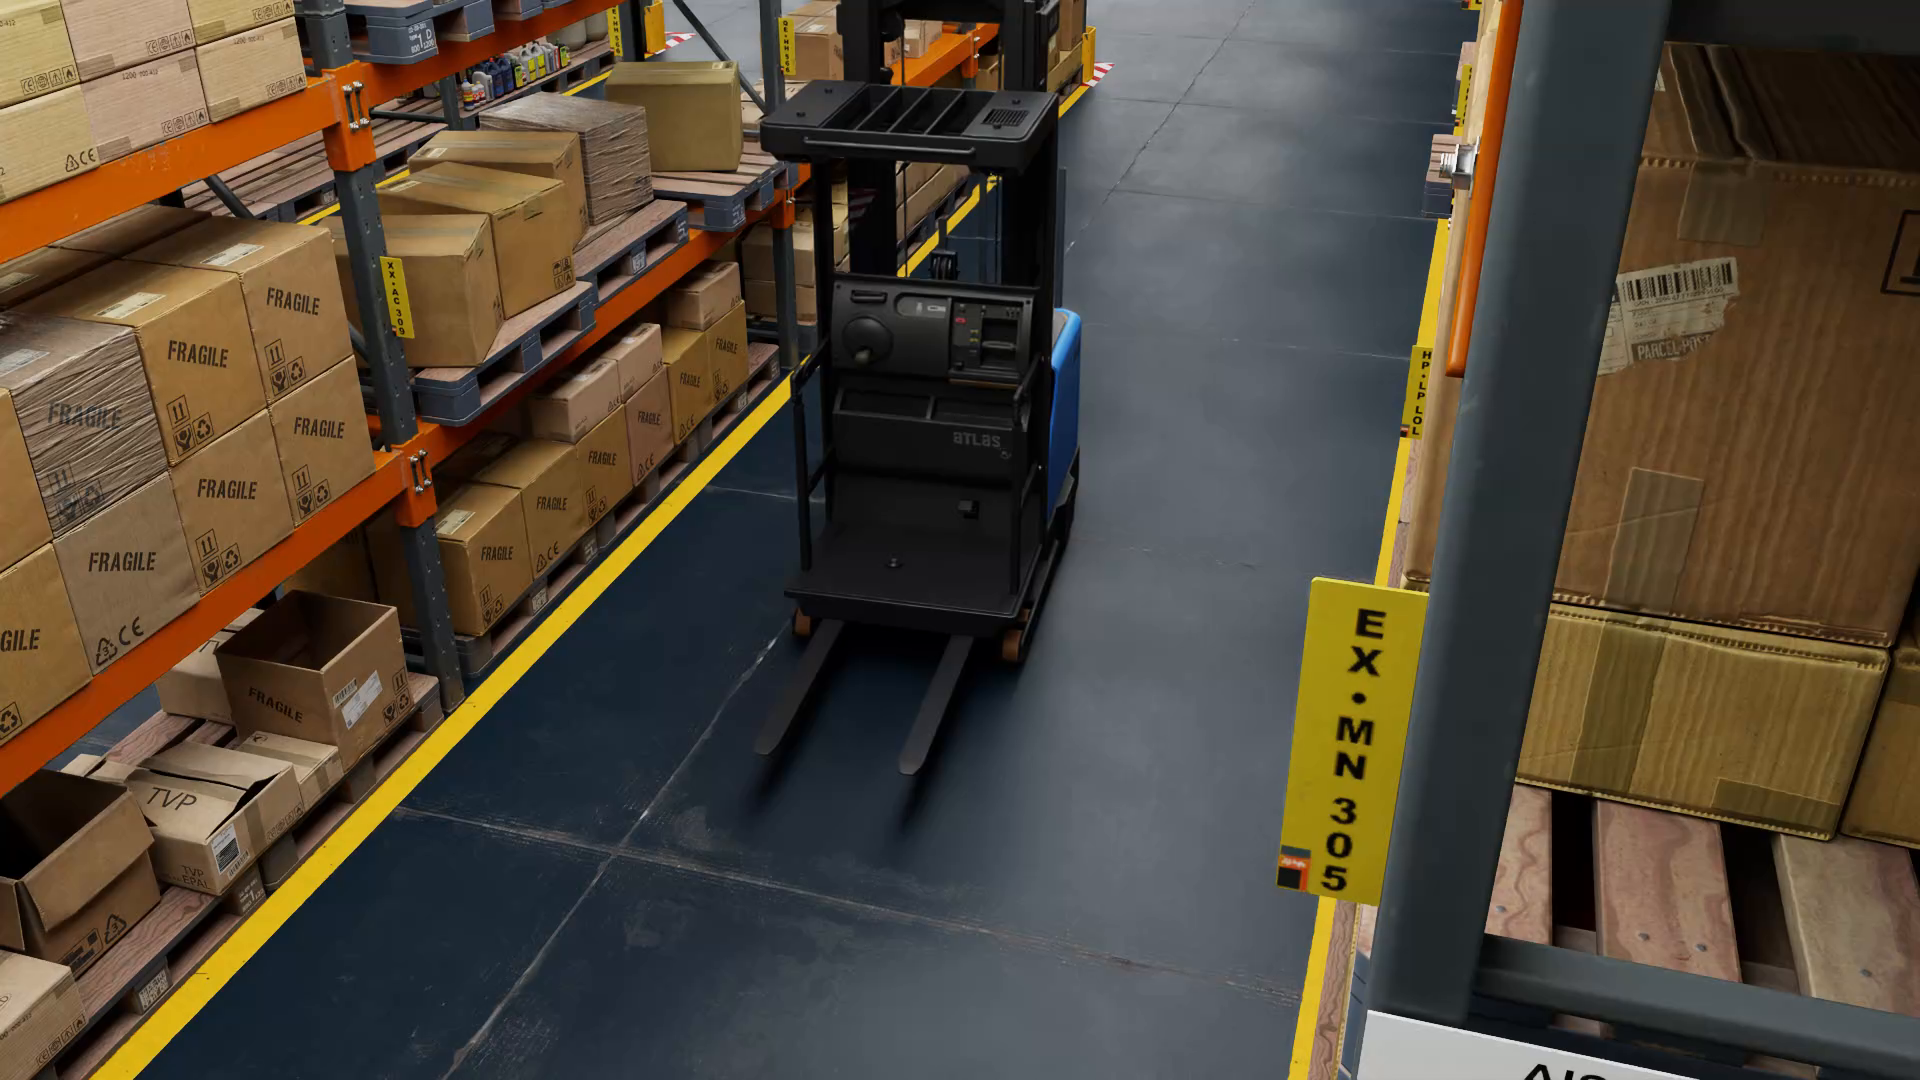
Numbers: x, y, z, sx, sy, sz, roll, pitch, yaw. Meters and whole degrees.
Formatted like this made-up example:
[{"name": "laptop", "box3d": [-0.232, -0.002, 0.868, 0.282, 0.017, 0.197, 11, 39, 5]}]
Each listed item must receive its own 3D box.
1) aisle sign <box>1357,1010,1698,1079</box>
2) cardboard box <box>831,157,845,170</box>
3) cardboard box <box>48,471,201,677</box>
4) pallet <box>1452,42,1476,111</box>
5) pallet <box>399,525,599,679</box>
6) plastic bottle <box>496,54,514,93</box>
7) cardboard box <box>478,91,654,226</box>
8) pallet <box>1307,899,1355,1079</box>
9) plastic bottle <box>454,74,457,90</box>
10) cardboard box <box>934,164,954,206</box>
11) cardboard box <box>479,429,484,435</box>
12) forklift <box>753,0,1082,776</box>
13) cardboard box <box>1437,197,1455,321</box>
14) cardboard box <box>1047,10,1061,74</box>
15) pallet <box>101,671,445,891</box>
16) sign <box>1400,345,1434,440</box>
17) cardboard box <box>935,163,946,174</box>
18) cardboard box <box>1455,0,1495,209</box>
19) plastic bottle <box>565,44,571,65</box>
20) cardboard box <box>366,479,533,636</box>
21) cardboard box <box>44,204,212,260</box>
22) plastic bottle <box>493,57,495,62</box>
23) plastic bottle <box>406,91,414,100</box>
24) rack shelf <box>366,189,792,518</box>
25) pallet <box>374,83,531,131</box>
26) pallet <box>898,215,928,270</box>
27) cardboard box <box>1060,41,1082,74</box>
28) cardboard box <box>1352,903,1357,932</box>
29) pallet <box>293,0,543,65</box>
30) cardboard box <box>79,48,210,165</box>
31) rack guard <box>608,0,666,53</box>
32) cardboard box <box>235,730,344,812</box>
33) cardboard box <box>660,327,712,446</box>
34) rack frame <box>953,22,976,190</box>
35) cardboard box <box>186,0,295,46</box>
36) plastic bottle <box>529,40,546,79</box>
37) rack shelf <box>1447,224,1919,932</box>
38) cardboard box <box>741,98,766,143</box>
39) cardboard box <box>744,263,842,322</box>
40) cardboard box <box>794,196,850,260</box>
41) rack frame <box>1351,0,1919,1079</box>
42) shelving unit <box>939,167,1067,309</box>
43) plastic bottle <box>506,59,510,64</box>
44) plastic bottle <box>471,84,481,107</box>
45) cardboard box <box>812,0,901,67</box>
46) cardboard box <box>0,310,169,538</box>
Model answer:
[{"name": "aisle sign", "box3d": [0.543, 0.782, 1.585, 0.394, 0.787, 0.004, 8, 30, 15]}, {"name": "cardboard box", "box3d": [-1.173, -2.711, 12.357, 0.500, 0.311, 0.500, 9, 30, 16]}, {"name": "cardboard box", "box3d": [-2.912, 0.067, 5.441, 0.500, 0.500, 0.500, 9, 30, 16]}, {"name": "pallet", "box3d": [4.009, -3.231, 11.670, 1.003, 0.211, 1.213, 8, 30, 15]}, {"name": "pallet", "box3d": [-2.509, 0.198, 8.177, 1.003, 0.211, 1.213, 8, 30, 15]}, {"name": "plastic bottle", "box3d": [-4.409, -4.502, 16.029, 0.144, 0.351, 0.185, 7, 30, 13]}, {"name": "cardboard box", "box3d": [-2.066, -2.017, 8.755, 0.700, 0.500, 0.500, 14, 32, 24]}, {"name": "pallet", "box3d": [1.727, 1.629, 5.605, 1.003, 0.211, 1.213, 8, 30, 15]}, {"name": "plastic bottle", "box3d": [-4.979, -4.485, 16.077, 0.152, 0.276, 0.135, 8, 30, 15]}, {"name": "cardboard box", "box3d": [-0.359, -2.868, 13.216, 0.500, 0.250, 0.500, 8, 30, 14]}, {"name": "cardboard box", "box3d": [-2.540, -0.469, 8.625, 0.500, 0.500, 0.500, 9, 30, 15]}, {"name": "forklift", "box3d": [-0.175, -0.905, 7.363, 1.130, 2.935, 3.031, 6, 30, 11]}, {"name": "cardboard box", "box3d": [1.111, -0.408, 2.932, 0.500, 0.250, 0.500, 8, 30, 13]}, {"name": "cardboard box", "box3d": [0.658, -4.765, 15.855, 0.500, 0.500, 0.500, 8, 30, 15]}, {"name": "pallet", "box3d": [-2.915, 0.901, 6.914, 1.003, 0.211, 1.213, 8, 30, 15]}, {"name": "sign", "box3d": [1.503, -0.476, 5.411, 0.100, 0.325, 0.005, 8, 30, 15]}, {"name": "cardboard box", "box3d": [-0.355, -3.110, 13.074, 0.500, 0.311, 0.500, 9, 30, 16]}, {"name": "cardboard box", "box3d": [1.107, -0.727, 2.734, 0.500, 0.500, 0.500, 7, 30, 13]}, {"name": "plastic bottle", "box3d": [-4.044, -4.976, 17.034, 0.097, 0.201, 0.097, 0, 29, 0]}, {"name": "cardboard box", "box3d": [-2.337, 0.073, 7.652, 0.500, 0.500, 0.500, 7, 30, 13]}, {"name": "cardboard box", "box3d": [-3.119, -0.939, 6.221, 0.500, 0.500, 0.500, 9, 30, 16]}, {"name": "plastic bottle", "box3d": [-4.838, -5.027, 17.042, 0.061, 0.283, 0.133, 9, 30, 16]}, {"name": "plastic bottle", "box3d": [-5.272, -4.339, 15.806, 0.061, 0.283, 0.133, 10, 31, 17]}, {"name": "rack shelf", "box3d": [-2.125, -1.252, 8.655, 1.077, 0.370, 4.000, 8, 30, 15]}, {"name": "pallet", "box3d": [-4.861, -4.151, 15.994, 1.003, 0.211, 1.213, 8, 30, 15]}, {"name": "pallet", "box3d": [-0.899, -2.219, 12.522, 1.003, 0.211, 1.213, 8, 30, 15]}, {"name": "cardboard box", "box3d": [0.935, -4.904, 16.877, 0.500, 0.250, 0.500, 8, 30, 15]}, {"name": "cardboard box", "box3d": [1.426, 0.865, 3.801, 0.980, 0.700, 0.700, 7, 30, 12]}, {"name": "pallet", "box3d": [-2.453, -2.159, 6.653, 1.213, 0.211, 1.003, 8, 30, 15]}, {"name": "cardboard box", "box3d": [-2.757, -1.387, 5.227, 0.500, 0.250, 0.500, 8, 30, 15]}, {"name": "rack guard", "box3d": [-3.901, -5.788, 18.640, 1.175, 0.500, 0.348, 8, 30, 15]}, {"name": "cardboard box", "box3d": [-2.661, 0.905, 6.518, 0.380, 0.149, 0.250, 8, 30, 15]}, {"name": "cardboard box", "box3d": [-1.740, -0.887, 9.378, 0.500, 0.500, 0.500, 7, 30, 13]}, {"name": "rack frame", "box3d": [-0.364, -4.355, 13.493, 1.000, 3.000, 0.127, 8, 30, 15]}, {"name": "cardboard box", "box3d": [-2.595, -1.836, 5.519, 0.500, 0.250, 0.500, 8, 30, 15]}, {"name": "plastic bottle", "box3d": [-4.229, -4.786, 16.539, 0.144, 0.351, 0.185, 10, 31, 17]}, {"name": "rack shelf", "box3d": [1.438, 0.001, 3.317, 1.077, 0.370, 4.000, 8, 30, 15]}, {"name": "cardboard box", "box3d": [-1.389, -2.620, 10.465, 0.500, 0.311, 0.500, 10, 31, 18]}, {"name": "cardboard box", "box3d": [-1.103, -1.679, 11.080, 0.500, 0.250, 0.500, 8, 30, 15]}, {"name": "cardboard box", "box3d": [-0.957, -2.170, 11.384, 0.500, 0.311, 0.500, 8, 30, 14]}, {"name": "rack frame", "box3d": [0.850, -0.695, 0.742, 1.000, 3.000, 0.127, 8, 30, 15]}, {"name": "shelving unit", "box3d": [0.248, -1.250, 9.454, 0.538, 1.500, 1.048, 6, 30, 11]}, {"name": "plastic bottle", "box3d": [-4.401, -4.541, 16.181, 0.097, 0.271, 0.097, 0, 29, 0]}, {"name": "plastic bottle", "box3d": [-4.555, -4.165, 15.578, 0.097, 0.201, 0.097, 0, 29, 0]}, {"name": "cardboard box", "box3d": [-0.759, -3.799, 12.391, 0.500, 0.500, 0.500, 11, 31, 18]}, {"name": "cardboard box", "box3d": [-2.909, -0.373, 5.204, 0.500, 0.500, 0.500, 9, 30, 15]}]
